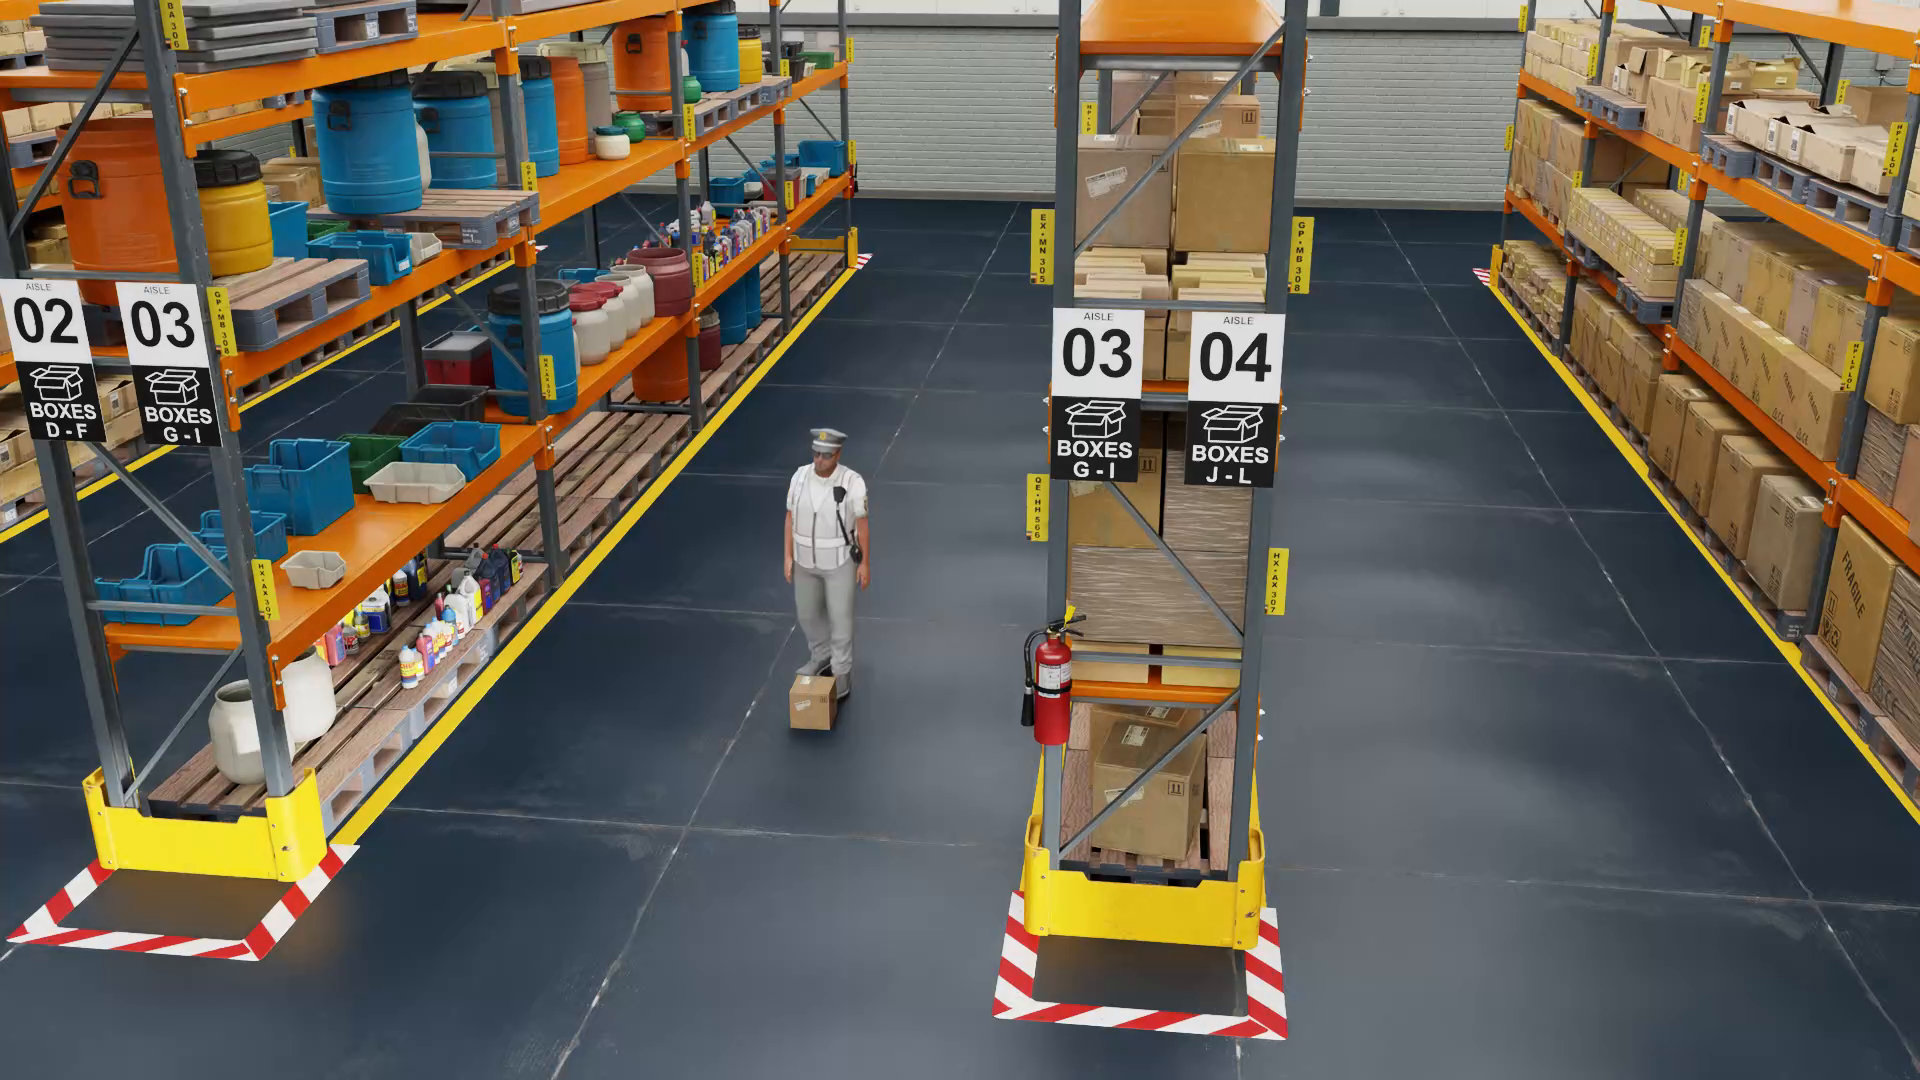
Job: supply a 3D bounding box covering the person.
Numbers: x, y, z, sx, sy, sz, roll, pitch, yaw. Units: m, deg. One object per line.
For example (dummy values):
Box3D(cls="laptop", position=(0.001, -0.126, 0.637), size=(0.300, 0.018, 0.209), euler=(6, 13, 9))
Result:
Box3D(cls="person", position=(-0.863, 0.123, 10.712), size=(0.570, 1.772, 0.494), euler=(6, 22, 15))
